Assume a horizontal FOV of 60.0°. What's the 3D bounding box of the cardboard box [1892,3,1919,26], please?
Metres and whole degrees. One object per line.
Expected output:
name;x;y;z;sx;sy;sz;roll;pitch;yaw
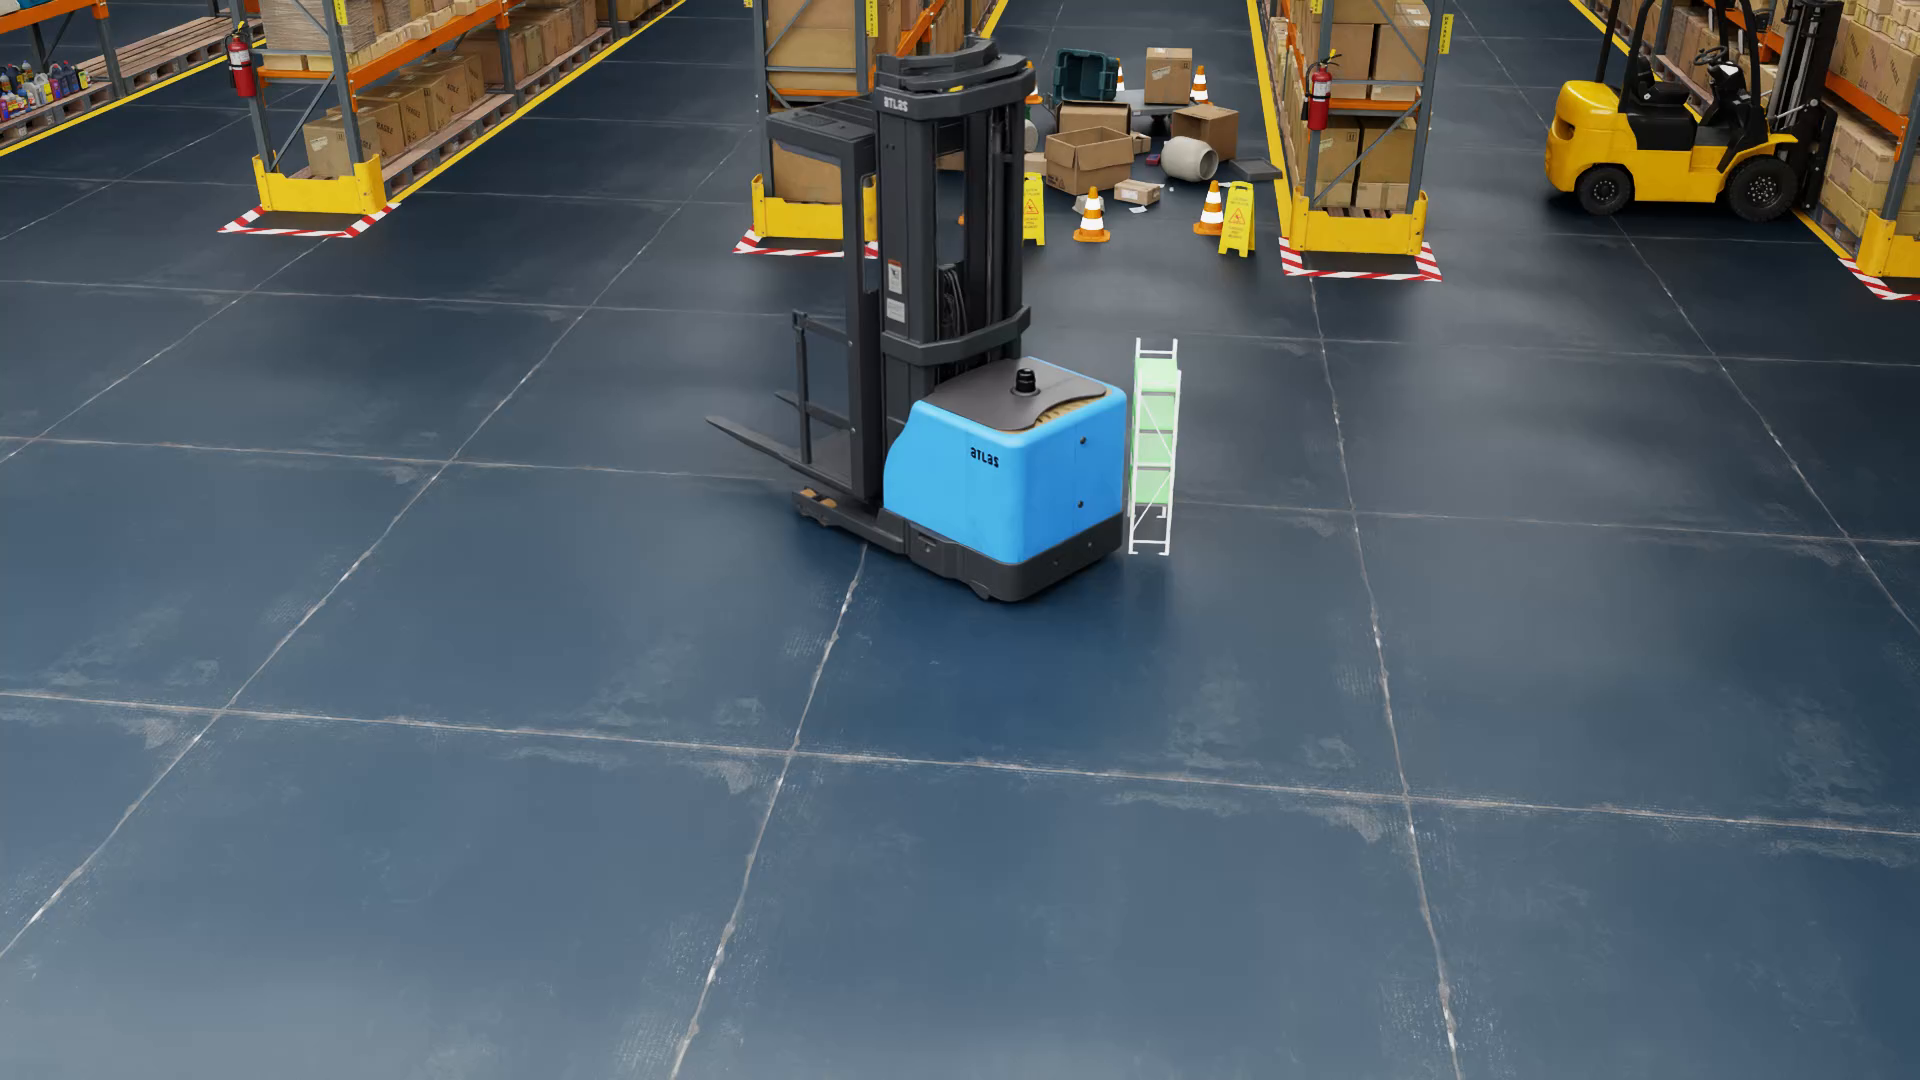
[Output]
cardboard box;8.366;-4.568;14.463;0.380;0.149;0.250;4;29;7

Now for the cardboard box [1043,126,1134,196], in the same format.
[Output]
cardboard box;1.303;-3.846;16.858;0.797;0.503;0.637;-17;33;-29

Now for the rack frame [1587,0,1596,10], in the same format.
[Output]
rack frame;9.997;-9.333;24.410;1.000;3.000;0.127;3;28;6

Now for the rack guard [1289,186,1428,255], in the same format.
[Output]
rack guard;3.610;-2.906;15.117;1.175;0.500;0.348;3;28;6

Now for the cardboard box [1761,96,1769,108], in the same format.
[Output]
cardboard box;8.652;-4.552;17.465;0.500;0.250;0.500;3;28;6

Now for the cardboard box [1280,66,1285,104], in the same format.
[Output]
cardboard box;4.152;-5.129;18.935;0.950;0.372;0.625;4;29;7

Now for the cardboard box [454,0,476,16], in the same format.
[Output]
cardboard box;-5.530;-5.845;18.202;0.380;0.149;0.250;3;28;6

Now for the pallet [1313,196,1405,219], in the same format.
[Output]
pallet;3.744;-3.159;15.891;1.003;0.211;1.213;3;28;6

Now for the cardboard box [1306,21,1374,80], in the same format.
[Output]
cardboard box;3.393;-4.417;14.867;0.500;0.500;0.500;3;28;5

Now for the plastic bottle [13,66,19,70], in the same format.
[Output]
plastic bottle;-11.147;-5.434;19.581;0.152;0.276;0.135;4;29;8

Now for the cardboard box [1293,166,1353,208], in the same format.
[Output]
cardboard box;3.435;-3.352;15.766;0.500;0.250;0.500;3;28;6

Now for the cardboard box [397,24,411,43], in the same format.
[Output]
cardboard box;-5.817;-5.145;16.902;0.380;0.149;0.250;3;28;6

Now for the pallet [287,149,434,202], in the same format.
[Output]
pallet;-6.091;-3.735;16.960;1.003;0.211;1.213;3;28;6

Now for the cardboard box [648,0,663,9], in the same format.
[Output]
cardboard box;-5.033;-8.305;24.300;1.225;0.875;0.875;3;29;6

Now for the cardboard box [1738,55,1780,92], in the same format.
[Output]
cardboard box;9.070;-4.953;18.341;0.875;0.625;0.625;5;29;8

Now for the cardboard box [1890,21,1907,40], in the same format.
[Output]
cardboard box;8.386;-4.434;14.528;0.380;0.149;0.250;4;29;7

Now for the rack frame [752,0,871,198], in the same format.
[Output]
rack frame;-1.325;-4.211;14.903;1.000;3.000;0.127;3;28;6

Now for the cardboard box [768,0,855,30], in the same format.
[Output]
cardboard box;-1.241;-4.925;14.932;0.875;0.550;0.550;3;28;6

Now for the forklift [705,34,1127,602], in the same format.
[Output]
forklift;-0.422;-1.536;10.010;3.031;2.935;1.130;25;37;38

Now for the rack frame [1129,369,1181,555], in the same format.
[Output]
rack frame;1.145;-0.444;9.809;0.240;1.200;0.015;2;28;4

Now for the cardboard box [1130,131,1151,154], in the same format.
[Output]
cardboard box;1.860;-4.391;18.121;0.258;0.266;0.396;-17;33;-29

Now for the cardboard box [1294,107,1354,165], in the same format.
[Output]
cardboard box;3.500;-3.913;16.017;0.500;0.500;0.500;4;29;8

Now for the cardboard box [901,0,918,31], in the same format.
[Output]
cardboard box;-0.913;-5.725;17.556;0.875;0.550;0.550;3;28;6

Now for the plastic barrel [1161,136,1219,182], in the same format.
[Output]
plastic barrel;2.351;-3.897;17.037;0.421;0.421;0.512;-24;36;-37

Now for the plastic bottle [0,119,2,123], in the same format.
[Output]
plastic bottle;-10.607;-4.680;18.261;0.097;0.201;0.097;0;28;0

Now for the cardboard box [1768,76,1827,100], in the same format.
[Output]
cardboard box;8.574;-4.532;16.901;0.500;0.250;0.500;3;28;6

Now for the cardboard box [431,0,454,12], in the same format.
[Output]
cardboard box;-5.919;-5.922;17.660;0.875;0.500;0.500;3;28;6

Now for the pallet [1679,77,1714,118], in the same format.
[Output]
pallet;9.216;-5.264;19.799;1.003;0.211;1.213;3;28;6

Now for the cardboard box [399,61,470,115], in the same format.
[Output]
cardboard box;-5.896;-5.058;18.668;0.500;0.500;0.500;13;31;22

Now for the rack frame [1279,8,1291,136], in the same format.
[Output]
rack frame;4.090;-5.854;17.953;1.000;3.000;0.127;3;28;6

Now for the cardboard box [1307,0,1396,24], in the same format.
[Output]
cardboard box;3.446;-4.839;14.596;0.700;0.500;0.500;3;28;5

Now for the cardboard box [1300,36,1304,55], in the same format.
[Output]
cardboard box;3.564;-4.891;16.432;0.380;0.149;0.250;3;28;6

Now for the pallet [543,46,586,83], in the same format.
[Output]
pallet;-5.504;-6.144;21.432;1.003;0.211;1.213;3;28;6

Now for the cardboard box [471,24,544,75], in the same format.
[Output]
cardboard box;-5.571;-6.034;20.459;0.700;0.500;0.500;3;28;6

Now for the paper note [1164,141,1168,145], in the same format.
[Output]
paper note;2.332;-4.396;18.378;0.148;0.019;0.142;3;28;6

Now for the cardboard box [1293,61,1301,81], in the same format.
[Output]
cardboard box;3.584;-4.757;16.899;0.380;0.149;0.250;5;29;9

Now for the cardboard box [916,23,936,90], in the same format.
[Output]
cardboard box;-0.848;-5.585;19.384;1.050;0.750;0.750;3;28;6

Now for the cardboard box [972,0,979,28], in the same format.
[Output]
cardboard box;-0.005;-7.379;22.977;0.500;0.500;0.500;2;28;4

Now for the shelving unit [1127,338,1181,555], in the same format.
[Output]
shelving unit;1.162;-0.559;10.023;0.258;1.200;0.503;2;28;4

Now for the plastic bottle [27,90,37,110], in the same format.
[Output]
plastic bottle;-10.528;-4.983;18.824;0.097;0.201;0.097;0;28;0

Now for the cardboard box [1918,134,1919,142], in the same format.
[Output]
cardboard box;8.831;-3.549;15.077;0.500;0.250;0.500;3;28;6

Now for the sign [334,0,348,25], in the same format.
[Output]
sign;-5.696;-4.896;15.263;0.100;0.325;0.005;3;28;6

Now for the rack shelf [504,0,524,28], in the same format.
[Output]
rack shelf;-5.500;-7.054;20.940;1.077;0.370;4.000;3;28;6

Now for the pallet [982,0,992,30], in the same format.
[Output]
pallet;-0.095;-7.689;24.300;1.003;0.211;1.213;3;28;6

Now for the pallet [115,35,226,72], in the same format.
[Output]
pallet;-10.456;-6.437;21.977;1.003;0.211;1.213;3;28;6

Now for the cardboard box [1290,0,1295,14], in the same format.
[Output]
cardboard box;3.760;-5.838;17.504;0.500;0.500;0.500;3;28;6

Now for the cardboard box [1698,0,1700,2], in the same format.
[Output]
cardboard box;9.940;-7.170;21.906;0.380;0.149;0.250;4;29;8

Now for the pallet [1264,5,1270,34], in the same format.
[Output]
pallet;4.904;-7.448;23.853;1.003;0.211;1.213;3;28;6

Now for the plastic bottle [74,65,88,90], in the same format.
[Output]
plastic bottle;-10.392;-5.469;19.640;0.061;0.283;0.133;5;29;9

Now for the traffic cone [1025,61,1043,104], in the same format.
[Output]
traffic cone;0.828;-5.520;20.009;0.336;0.463;0.334;3;28;6

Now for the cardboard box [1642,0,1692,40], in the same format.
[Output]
cardboard box;9.417;-6.981;22.237;0.500;0.500;0.500;3;28;5
